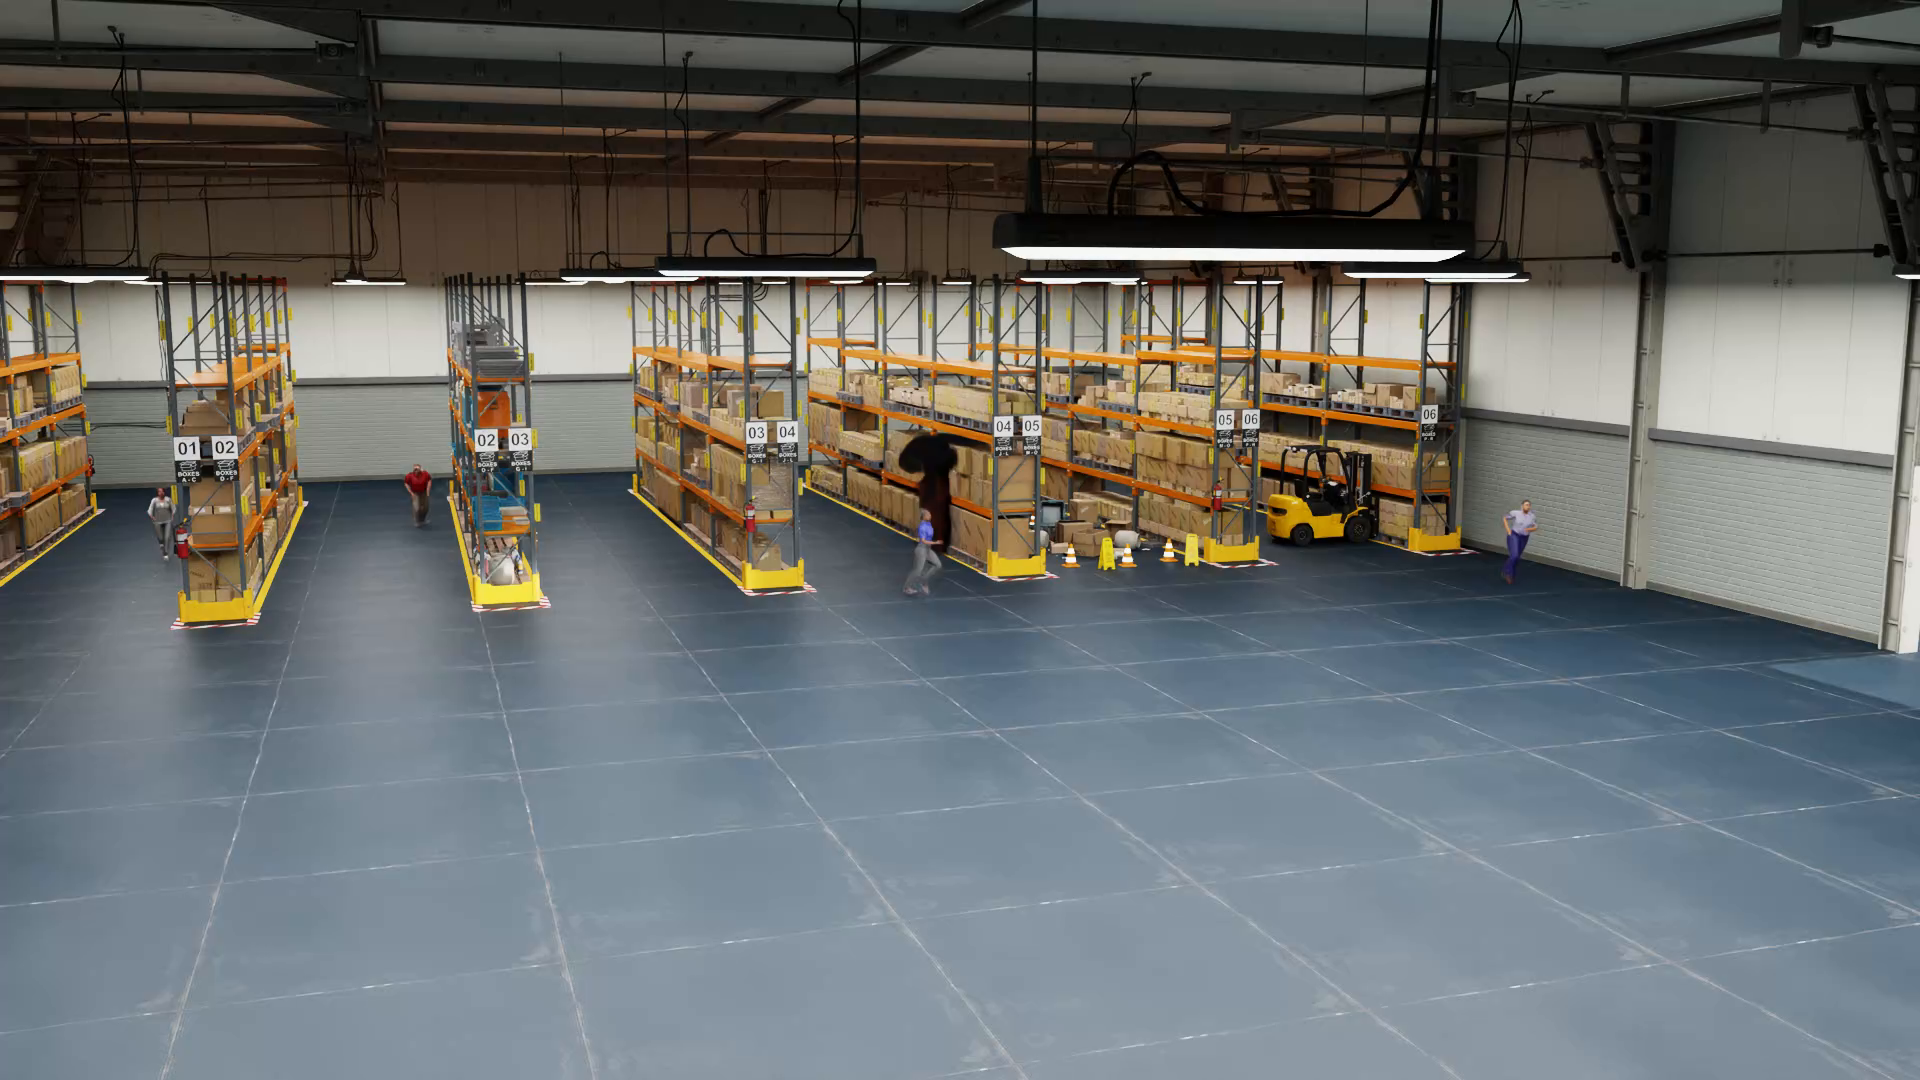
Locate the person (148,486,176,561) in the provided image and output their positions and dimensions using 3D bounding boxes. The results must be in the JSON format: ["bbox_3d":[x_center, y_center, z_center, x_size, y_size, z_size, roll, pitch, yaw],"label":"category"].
[{"bbox_3d":[-16.956,-0.364,35.379,0.545,1.570,0.632,-4,10,-25],"label":"person"}]

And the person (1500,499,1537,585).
[{"bbox_3d":[10.929,0.033,32.626,0.652,1.698,0.677,-2,9,-15],"label":"person"}]

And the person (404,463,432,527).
[{"bbox_3d":[-13.073,-1.102,40.165,0.713,1.573,0.886,-6,11,-36],"label":"person"}]

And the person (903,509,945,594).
[{"bbox_3d":[-0.650,0.221,31.043,0.824,1.619,0.590,4,9,23],"label":"person"}]
